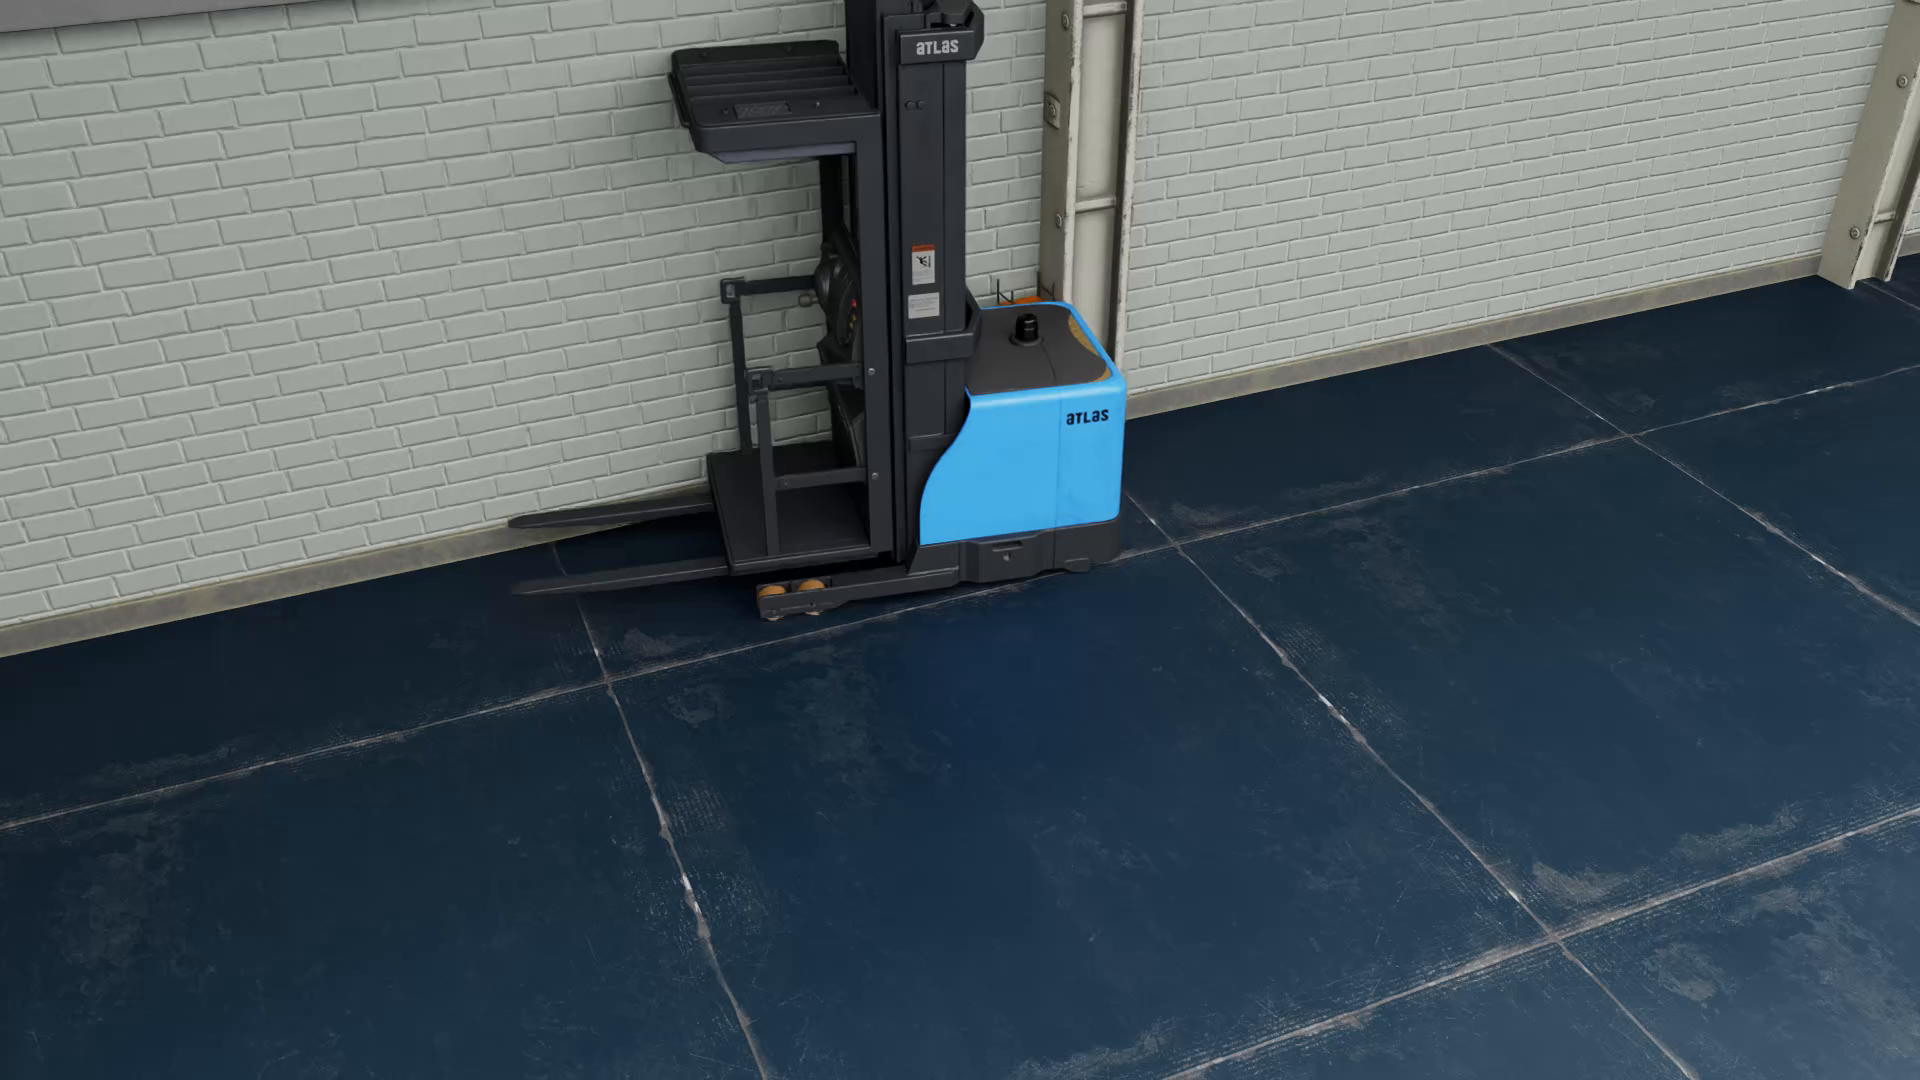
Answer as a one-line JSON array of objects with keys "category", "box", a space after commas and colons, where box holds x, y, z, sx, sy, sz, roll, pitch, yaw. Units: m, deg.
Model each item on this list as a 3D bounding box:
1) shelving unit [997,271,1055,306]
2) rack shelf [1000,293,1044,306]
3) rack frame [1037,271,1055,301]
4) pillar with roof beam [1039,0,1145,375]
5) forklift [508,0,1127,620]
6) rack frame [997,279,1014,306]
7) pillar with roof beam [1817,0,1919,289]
[{"category": "shelving unit", "box": [0.362, -0.945, 9.233, 0.252, 1.050, 0.215, -13, 34, -20]}, {"category": "rack shelf", "box": [0.358, -1.178, 9.090, 0.240, 0.259, 0.215, -13, 34, -20]}, {"category": "rack frame", "box": [0.473, -0.971, 9.273, 0.008, 1.050, 0.200, -13, 34, -20]}, {"category": "pillar with roof beam", "box": [2.338, -2.176, 3.843, 0.400, 9.000, 9.100, -13, 35, -19]}, {"category": "forklift", "box": [-0.755, -1.155, 7.838, 3.031, 2.935, 1.130, -7, 34, -11]}, {"category": "rack frame", "box": [0.250, -0.918, 9.192, 0.008, 1.050, 0.200, -13, 34, -20]}, {"category": "pillar with roof beam", "box": [7.870, -3.443, 5.790, 0.400, 9.000, 9.100, -13, 35, -19]}]
